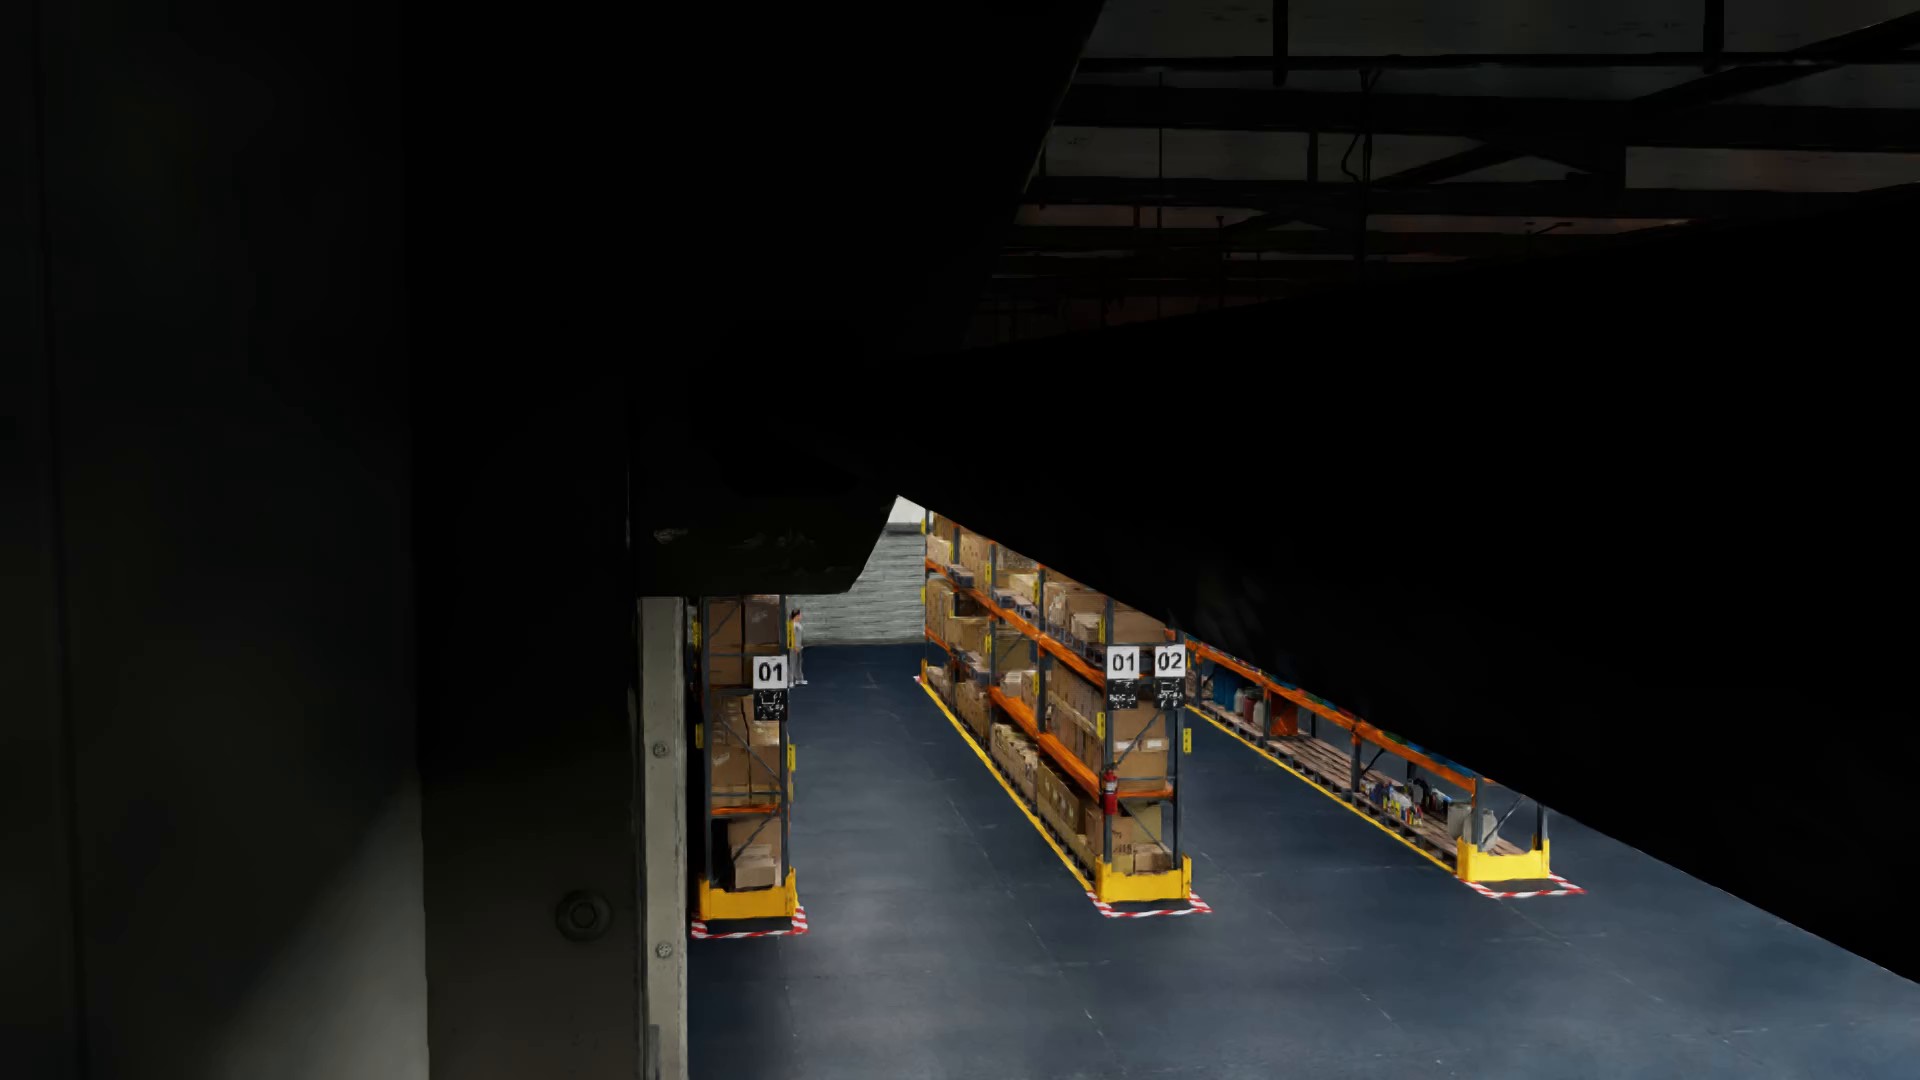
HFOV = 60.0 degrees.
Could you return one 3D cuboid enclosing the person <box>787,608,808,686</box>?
[{"bbox_3d":[-3.557,2.312,36.063,0.417,1.674,0.544,1,5,10],"label":"person"}]
